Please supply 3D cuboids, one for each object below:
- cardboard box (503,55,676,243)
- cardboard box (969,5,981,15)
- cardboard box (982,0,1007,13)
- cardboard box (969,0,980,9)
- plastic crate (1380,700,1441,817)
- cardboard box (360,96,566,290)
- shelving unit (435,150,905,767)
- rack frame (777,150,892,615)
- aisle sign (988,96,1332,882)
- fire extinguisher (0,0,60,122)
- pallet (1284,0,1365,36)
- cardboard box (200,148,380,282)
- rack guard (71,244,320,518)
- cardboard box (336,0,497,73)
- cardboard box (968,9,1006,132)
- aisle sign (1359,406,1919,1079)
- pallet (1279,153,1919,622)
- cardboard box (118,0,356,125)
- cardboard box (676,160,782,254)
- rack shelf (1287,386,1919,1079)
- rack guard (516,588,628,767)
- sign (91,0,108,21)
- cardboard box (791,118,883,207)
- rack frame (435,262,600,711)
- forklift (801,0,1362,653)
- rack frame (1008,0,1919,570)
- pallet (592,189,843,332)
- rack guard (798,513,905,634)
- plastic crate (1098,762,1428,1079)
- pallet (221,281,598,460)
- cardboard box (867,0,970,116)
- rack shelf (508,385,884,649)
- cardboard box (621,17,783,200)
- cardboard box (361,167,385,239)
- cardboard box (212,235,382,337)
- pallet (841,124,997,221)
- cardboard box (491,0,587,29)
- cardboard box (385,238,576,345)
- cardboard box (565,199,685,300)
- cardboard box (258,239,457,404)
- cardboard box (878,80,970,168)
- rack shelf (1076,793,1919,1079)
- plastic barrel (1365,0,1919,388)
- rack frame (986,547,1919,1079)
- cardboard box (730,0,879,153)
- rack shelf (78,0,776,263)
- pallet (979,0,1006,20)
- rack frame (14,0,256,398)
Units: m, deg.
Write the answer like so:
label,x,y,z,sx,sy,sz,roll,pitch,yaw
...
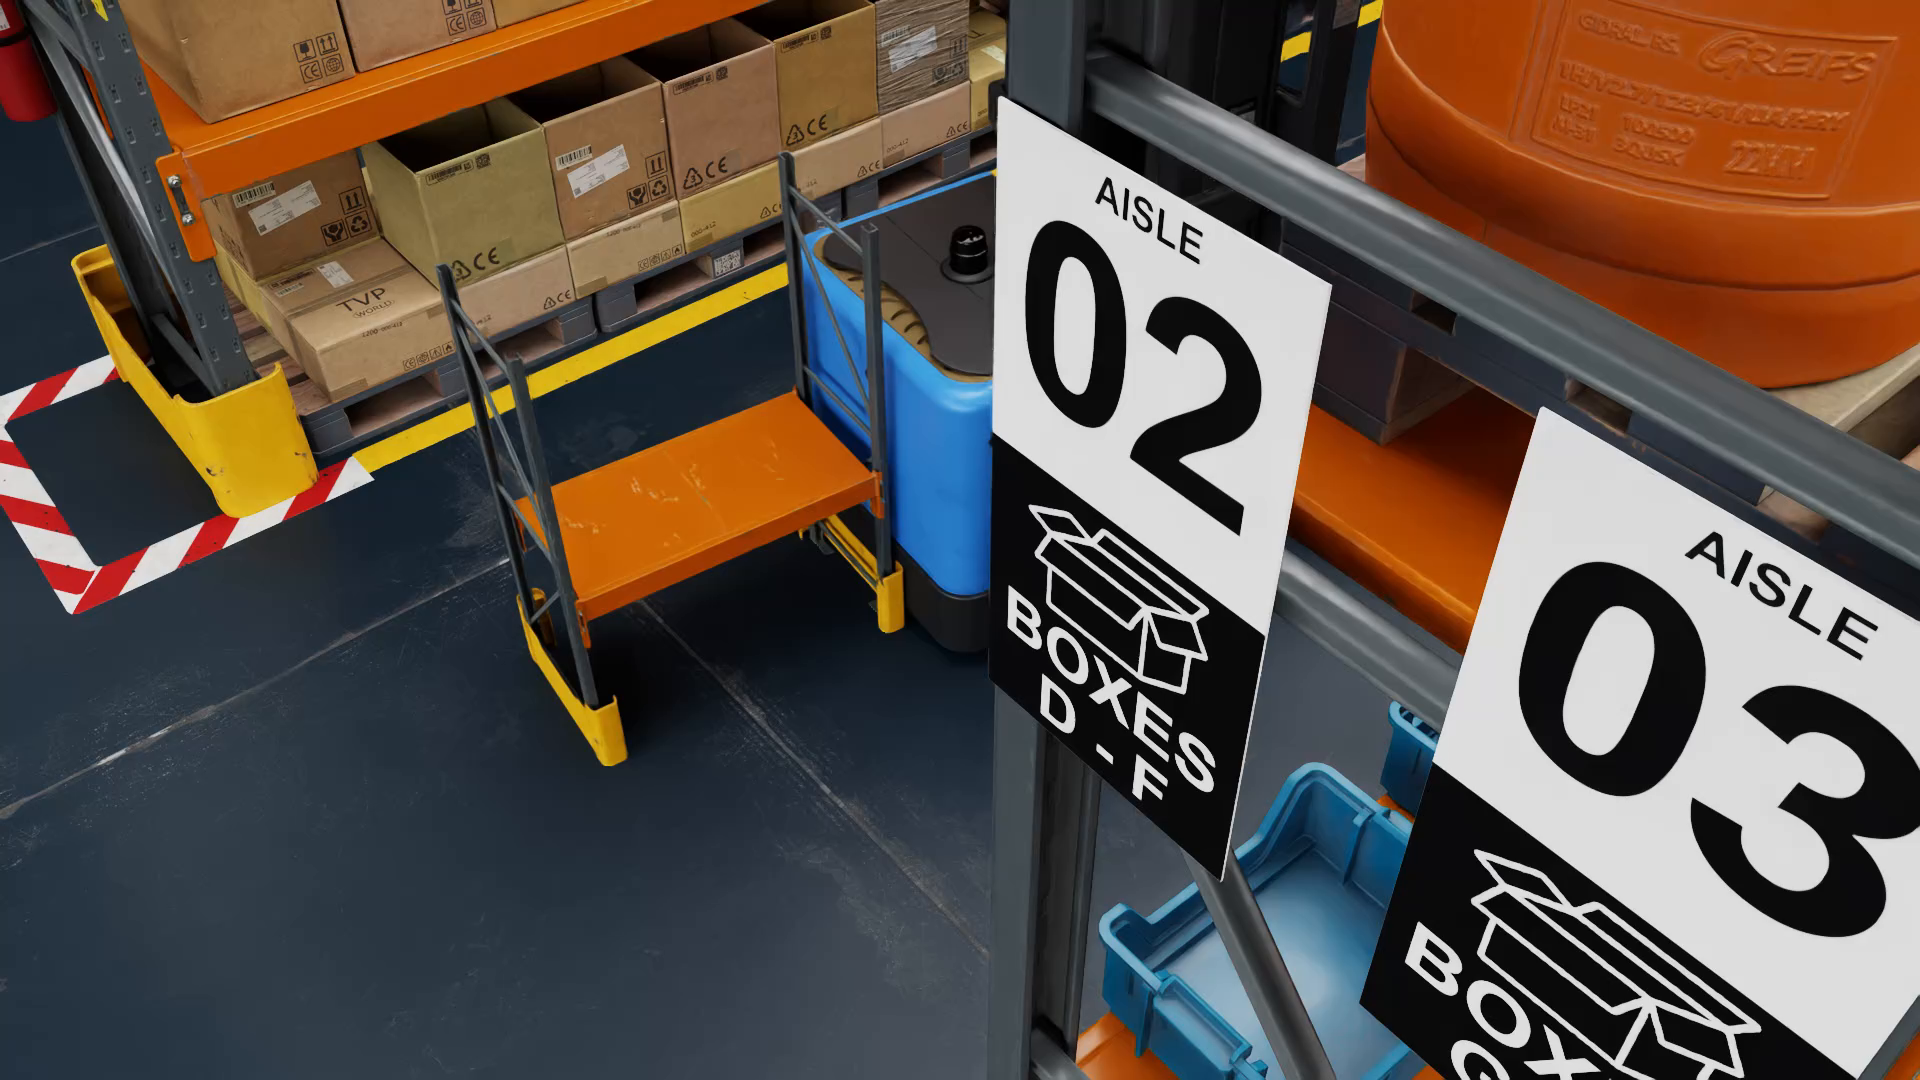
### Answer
label,x,y,z,sx,sy,sz,roll,pitch,yaw
cardboard box,-1.455,-1.535,6.347,0.500,0.500,0.500,-30,51,-28
cardboard box,-0.249,-2.408,7.825,0.500,0.250,0.500,-30,51,-28
cardboard box,0.433,-2.787,8.228,0.500,0.250,0.500,-30,51,-28
cardboard box,-0.255,-2.687,7.573,0.500,0.500,0.500,-30,51,-28
plastic crate,1.102,0.453,3.185,0.408,0.251,0.499,-30,51,-28
cardboard box,-1.831,-1.308,6.106,0.500,0.500,0.500,-30,51,-28
shelving unit,-0.783,-0.228,4.897,1.083,1.500,0.587,-25,49,-24
rack frame,-0.369,-0.418,5.100,0.032,1.500,0.500,-25,49,-24
aisle sign,0.162,-0.014,1.675,0.004,0.787,0.394,-30,51,-28
fire extinguisher,-3.156,-1.709,5.435,0.183,0.674,0.296,-30,51,-28
pallet,1.778,-3.168,8.969,1.213,0.211,1.003,-30,51,-28
cardboard box,-2.547,-1.361,6.162,0.500,0.500,0.500,-30,51,-28
rack guard,-2.785,-0.623,6.048,0.348,0.500,1.175,-30,51,-28
cardboard box,-2.001,-2.013,5.629,0.500,0.500,0.700,-28,50,-27
cardboard box,0.086,-2.134,7.533,0.500,0.250,0.500,-30,51,-28
aisle sign,0.541,0.296,1.345,0.004,0.787,0.394,-30,51,-28
pallet,1.106,-0.279,1.802,1.213,0.211,1.003,-30,51,-28
cardboard box,-2.401,-1.780,5.381,0.500,0.500,0.700,-30,51,-28
cardboard box,-1.061,-1.472,6.828,0.500,0.250,0.500,-30,51,-28
rack shelf,1.942,-0.652,2.587,4.000,0.370,1.077,-30,51,-28
rack guard,-1.197,0.418,5.123,0.087,0.250,0.587,-25,49,-24
sign,-2.415,-1.595,4.567,0.005,0.325,0.100,-30,51,-28
cardboard box,-0.678,-1.692,7.062,0.500,0.250,0.500,-30,51,-28
rack frame,-1.213,-0.030,4.687,0.032,1.500,0.500,-25,49,-24
forklift,0.953,-1.506,5.212,3.031,2.935,1.130,-25,49,-24
rack frame,0.408,-1.129,0.379,0.127,3.000,1.000,-30,51,-28
pallet,-1.272,-1.419,7.107,1.213,0.211,1.003,-30,51,-28
rack guard,-0.370,0.038,5.527,0.087,0.250,0.587,-25,49,-24
plastic crate,0.600,0.735,2.885,0.616,0.251,0.499,-30,51,-28
pallet,-2.207,-0.886,6.539,1.213,0.211,1.003,-30,51,-28
cardboard box,-0.305,-2.194,7.049,0.500,0.500,0.500,-30,51,-28
rack shelf,-0.791,-0.093,5.016,1.000,0.185,0.538,-25,49,-24
cardboard box,-1.061,-1.745,6.571,0.500,0.500,0.500,-30,51,-28
cardboard box,-2.169,-1.312,6.658,0.500,0.250,0.500,-30,51,-28
cardboard box,-2.545,-1.086,6.417,0.500,0.250,0.500,-30,51,-28
pallet,-0.336,-1.958,7.680,1.213,0.211,1.003,-30,51,-28
cardboard box,-1.616,-2.228,5.858,0.500,0.500,0.700,-29,51,-28
cardboard box,-1.832,-1.036,6.364,0.500,0.250,0.500,-30,51,-28
cardboard box,-1.448,-1.255,6.597,0.500,0.250,0.500,-30,51,-28
cardboard box,-2.213,-0.814,6.128,0.500,0.250,0.500,-30,51,-28
cardboard box,-0.304,-1.920,7.305,0.500,0.250,0.500,-30,51,-28
rack shelf,1.942,0.442,3.614,4.000,0.370,1.077,-30,51,-28
plastic barrel,0.699,-0.625,1.413,0.708,0.830,0.600,-30,51,-28
rack frame,0.408,1.058,2.432,0.127,3.000,1.000,-30,51,-28
cardboard box,-0.686,-1.972,6.813,0.500,0.500,0.500,-30,51,-28
rack shelf,-1.233,-2.161,6.385,4.000,0.370,1.077,-30,51,-28
pallet,0.841,-2.629,8.395,1.213,0.211,1.003,-30,51,-28
rack frame,-2.767,-1.545,5.204,0.127,3.000,1.000,-30,51,-28
